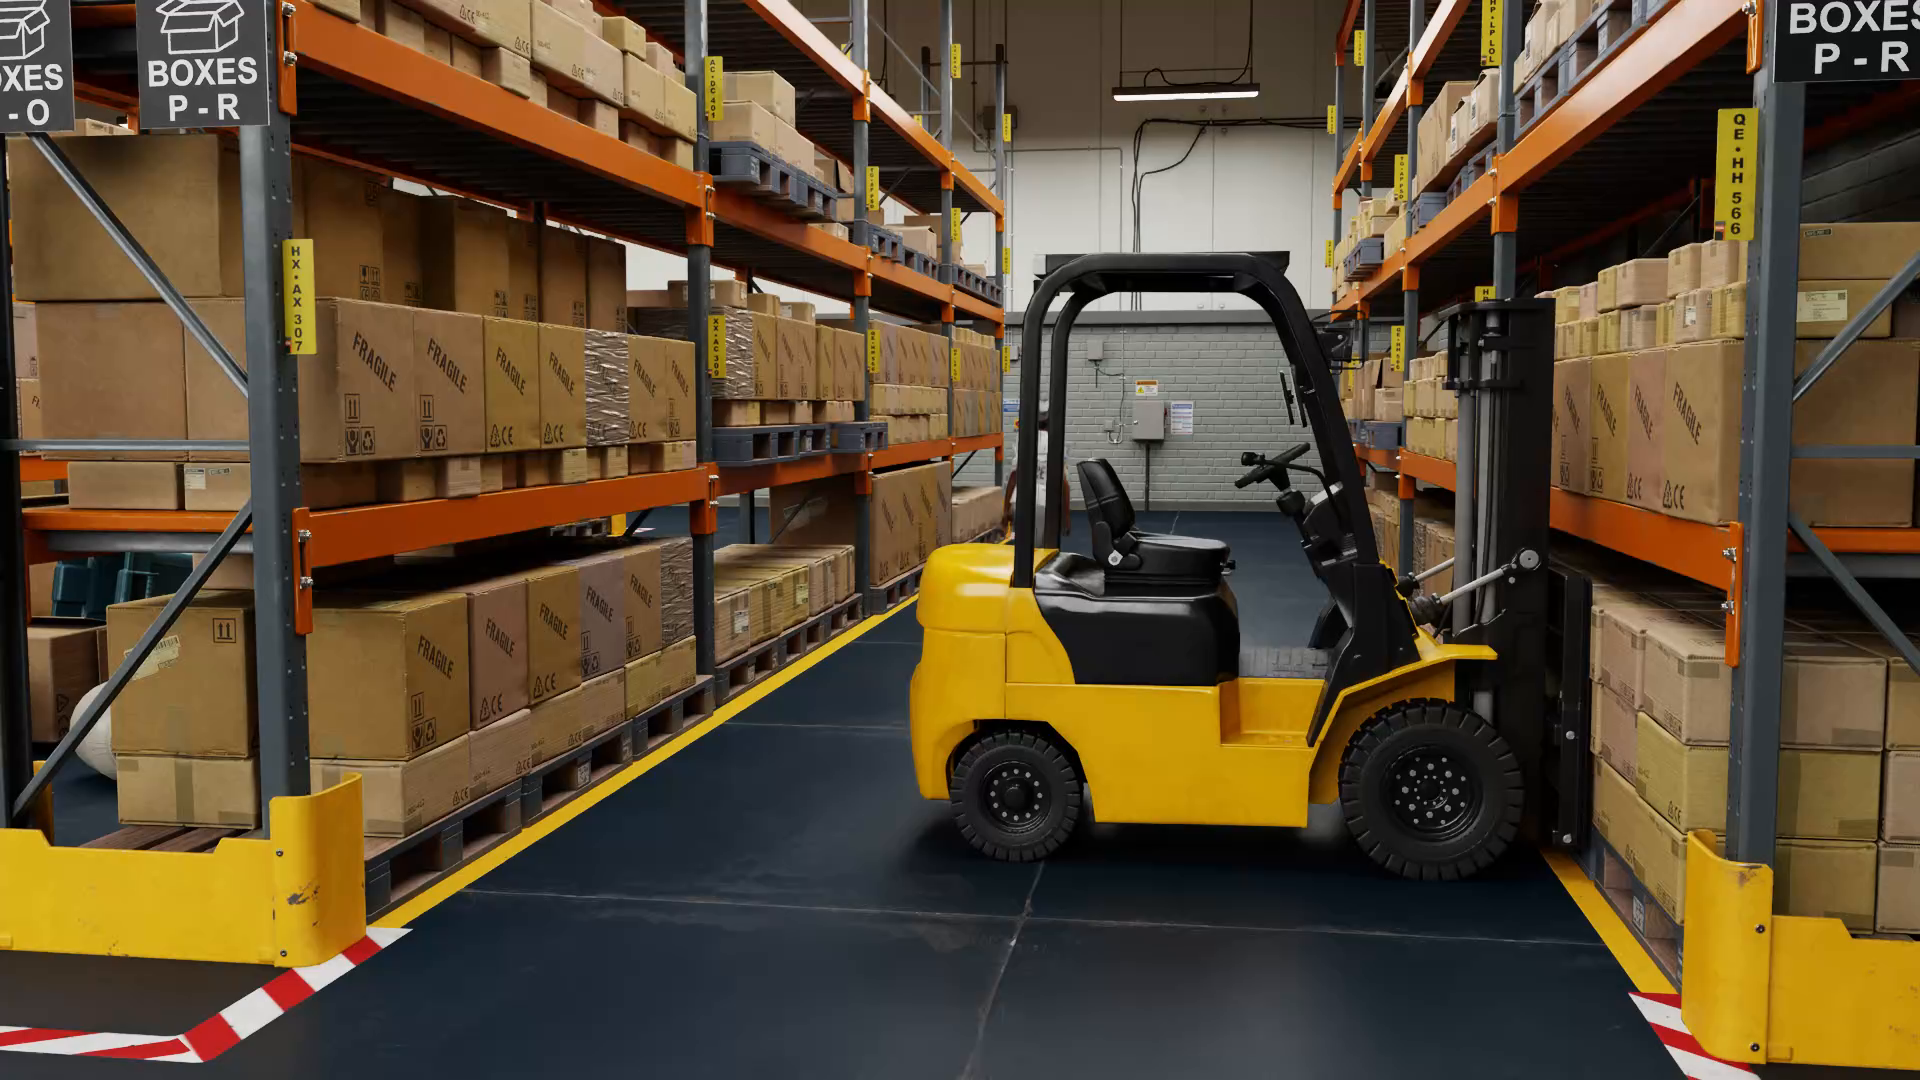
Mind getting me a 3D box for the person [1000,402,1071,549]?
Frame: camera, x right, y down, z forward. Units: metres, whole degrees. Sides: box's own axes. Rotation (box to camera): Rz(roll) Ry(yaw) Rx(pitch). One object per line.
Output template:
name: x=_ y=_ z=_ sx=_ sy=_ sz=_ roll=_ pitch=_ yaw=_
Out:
person: x=0.606 y=-0.209 z=12.377 sx=0.476 sy=1.652 sz=0.853 roll=4 pitch=6 yaw=43
